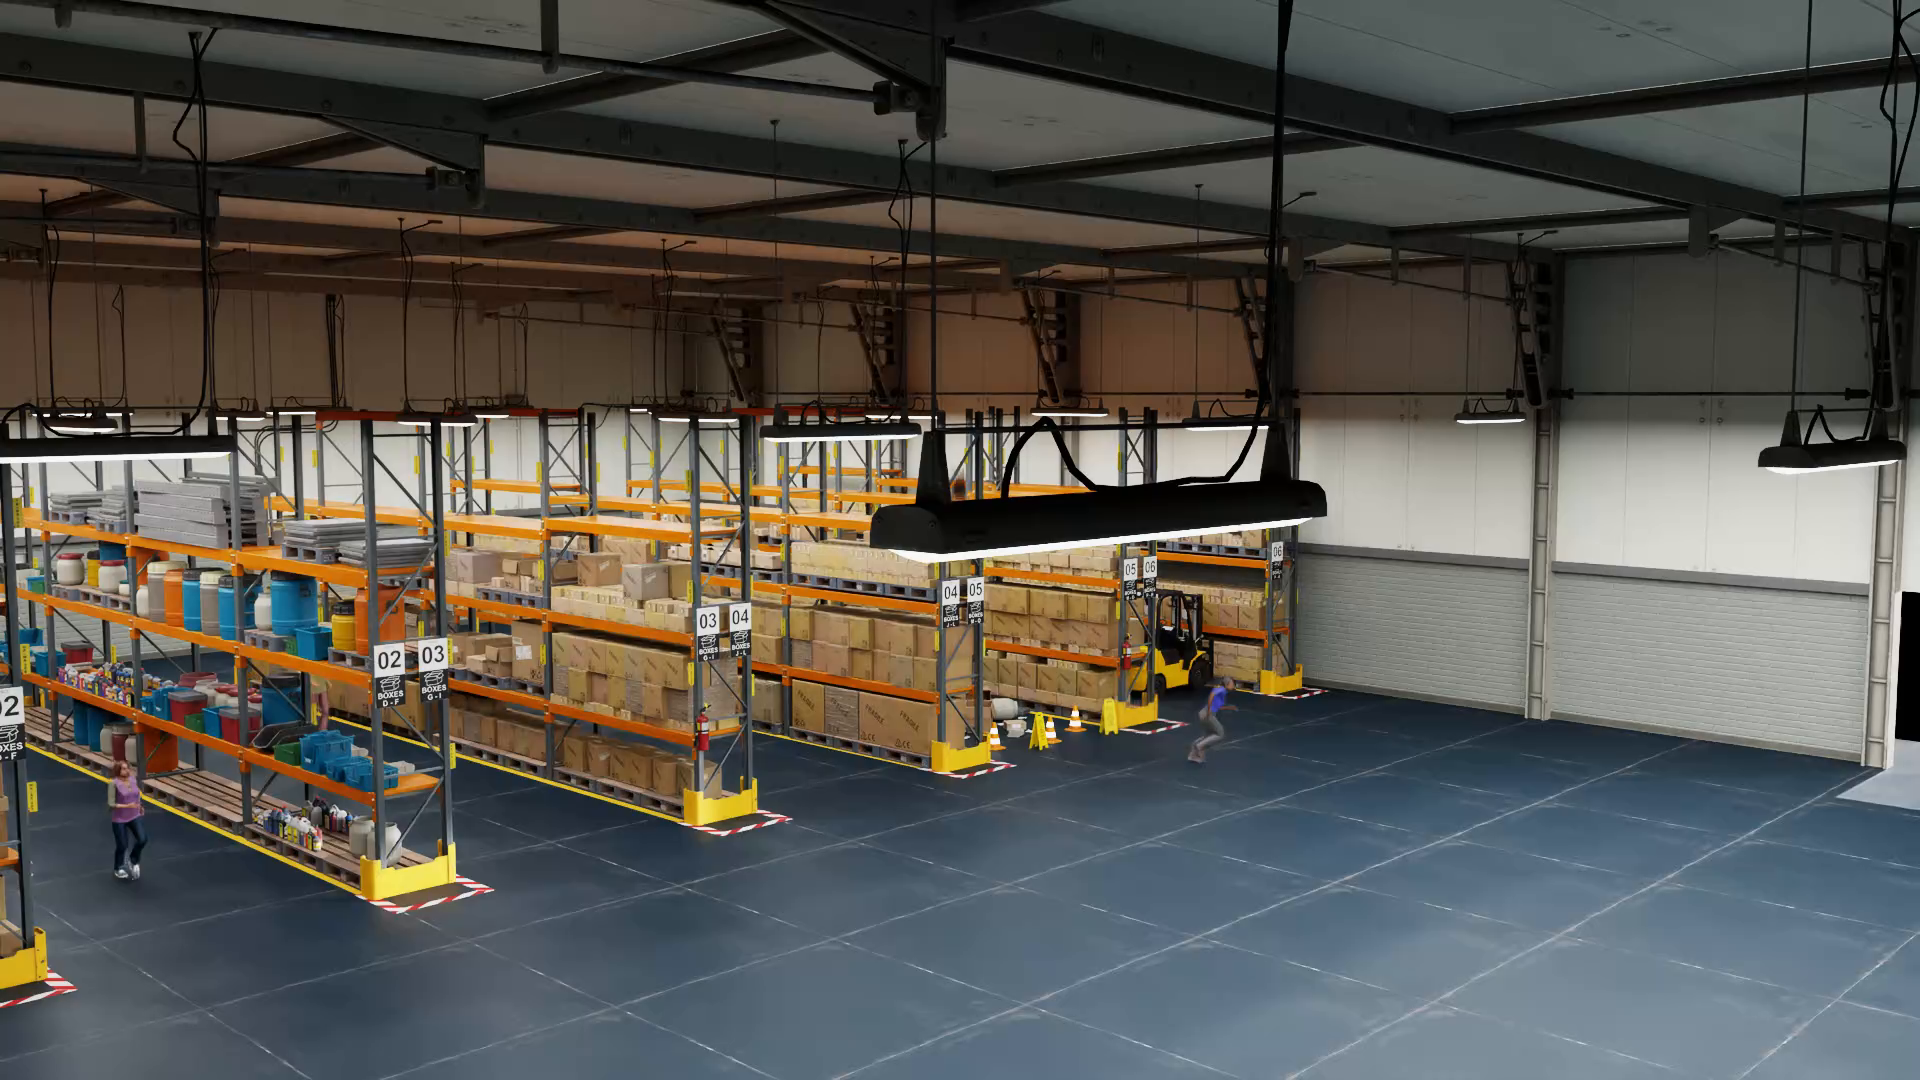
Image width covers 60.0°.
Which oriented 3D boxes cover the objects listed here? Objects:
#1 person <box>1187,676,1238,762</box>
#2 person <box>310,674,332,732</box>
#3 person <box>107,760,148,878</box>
[{"bbox_3d":[4.332,3.083,28.427,0.849,1.473,0.602,0,5,-1],"label":"person"},{"bbox_3d":[-11.868,2.801,30.673,0.758,1.628,0.588,4,7,42],"label":"person"},{"bbox_3d":[-10.766,3.623,21.518,0.636,1.570,0.510,4,6,38],"label":"person"}]
